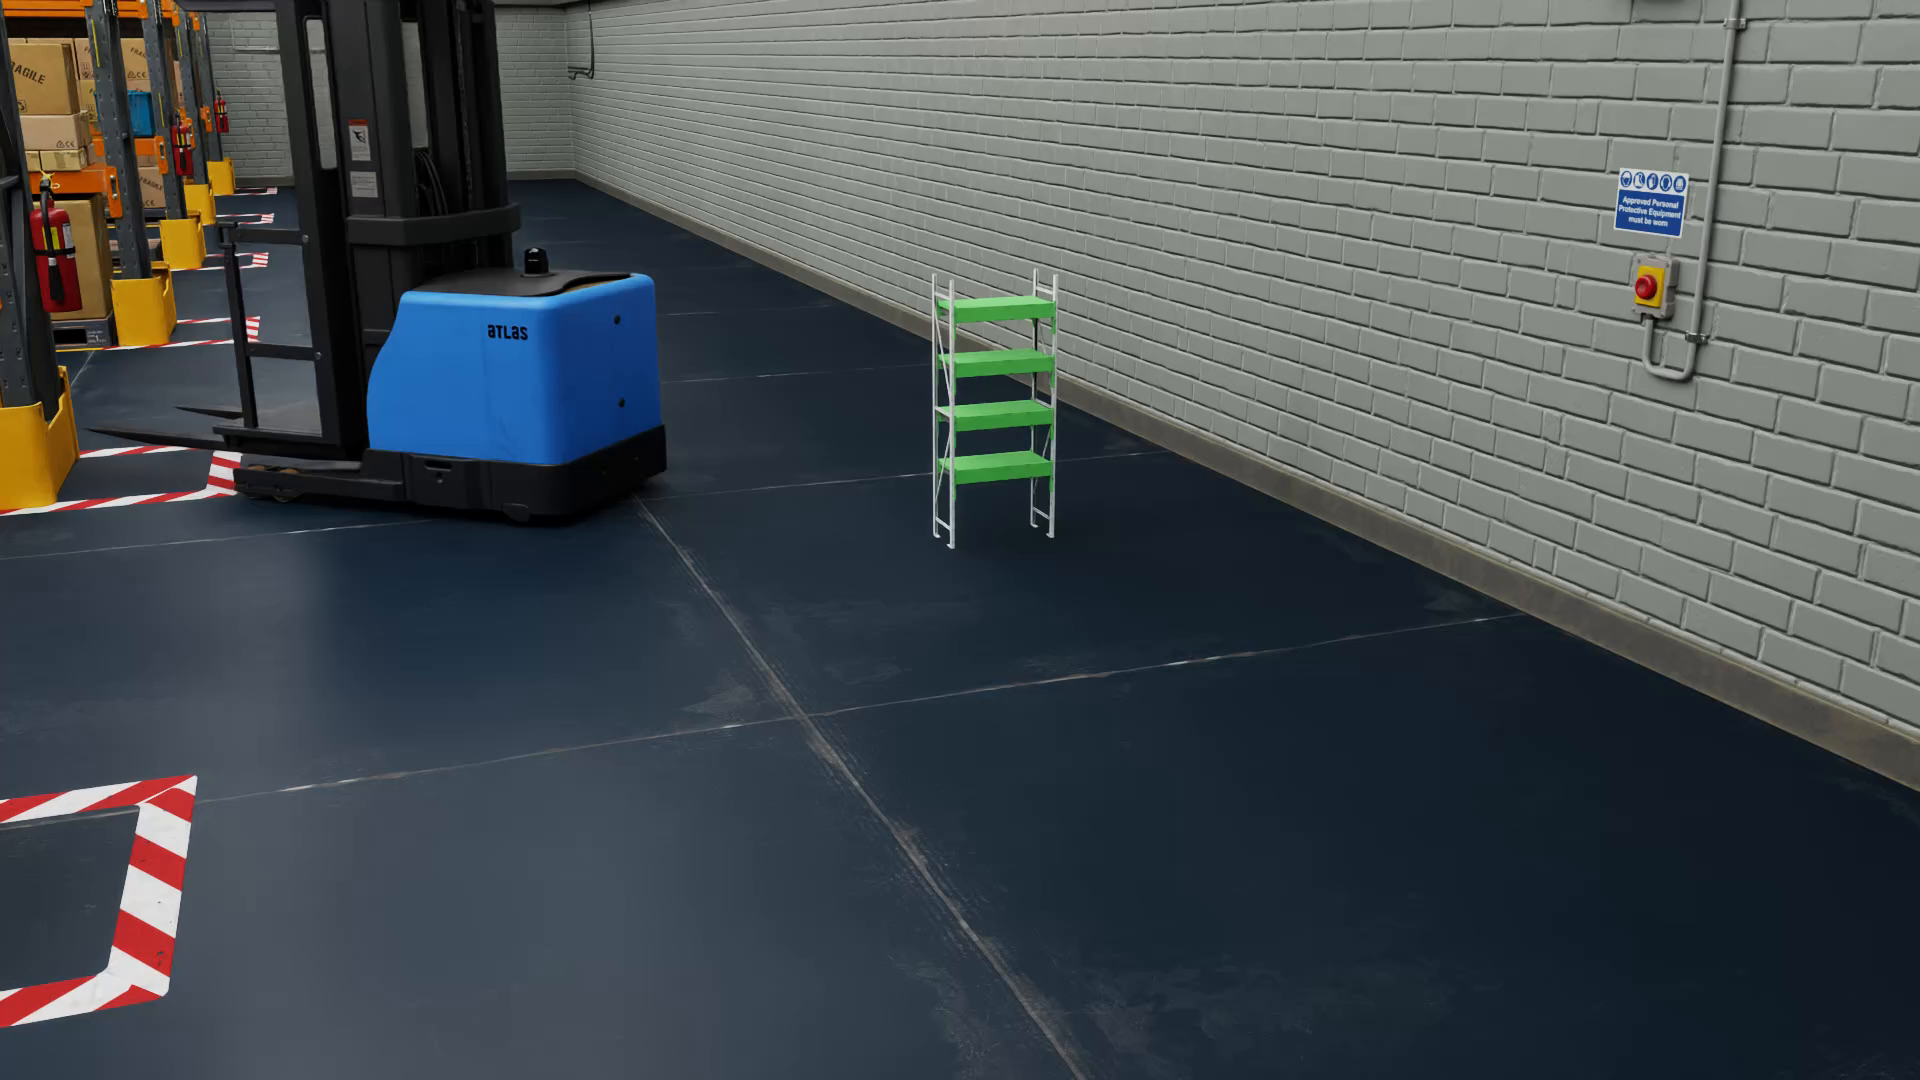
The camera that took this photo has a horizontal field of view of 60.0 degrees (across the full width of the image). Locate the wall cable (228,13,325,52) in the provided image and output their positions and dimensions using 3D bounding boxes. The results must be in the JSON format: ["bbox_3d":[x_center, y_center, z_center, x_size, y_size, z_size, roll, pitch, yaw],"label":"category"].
[{"bbox_3d":[-10.889,-7.840,27.170,1.851,1.984,0.084,-6,17,-20],"label":"wall cable"}]

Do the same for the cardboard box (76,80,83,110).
[{"bbox_3d":[-11.242,-5.501,20.829,0.500,0.500,0.500,-6,17,-20],"label":"cardboard box"}]

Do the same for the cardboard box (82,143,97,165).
[{"bbox_3d":[-6.879,-2.996,12.921,0.250,0.149,0.380,-6,17,-19],"label":"cardboard box"}]

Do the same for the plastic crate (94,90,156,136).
[{"bbox_3d":[-8.447,-4.331,16.854,0.499,0.435,0.616,-6,17,-20],"label":"plastic crate"}]

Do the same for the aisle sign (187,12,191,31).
[{"bbox_3d":[-10.012,-7.003,21.509,0.004,0.787,0.394,-6,17,-20],"label":"aisle sign"}]

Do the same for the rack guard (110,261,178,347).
[{"bbox_3d":[-6.407,-1.868,13.072,0.348,0.500,1.175,-6,17,-20],"label":"rack guard"}]

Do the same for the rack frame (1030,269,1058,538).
[{"bbox_3d":[0.382,-0.617,7.570,0.015,1.200,0.240,-6,17,-20],"label":"rack frame"}]

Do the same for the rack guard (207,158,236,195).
[{"bbox_3d":[-11.724,-5.778,26.386,0.348,0.500,1.175,-6,17,-20],"label":"rack guard"}]

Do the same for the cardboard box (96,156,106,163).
[{"bbox_3d":[-13.301,-5.779,25.644,0.500,0.500,0.700,-7,18,-22],"label":"cardboard box"}]

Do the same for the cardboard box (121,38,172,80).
[{"bbox_3d":[-10.288,-6.082,21.035,0.500,0.500,0.500,-6,18,-21],"label":"cardboard box"}]

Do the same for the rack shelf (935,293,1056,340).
[{"bbox_3d":[0.155,-0.992,7.369,0.480,0.148,0.258,-6,17,-20],"label":"rack shelf"}]

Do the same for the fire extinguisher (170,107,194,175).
[{"bbox_3d":[-7.898,-4.048,16.858,0.183,0.674,0.296,-6,17,-20],"label":"fire extinguisher"}]

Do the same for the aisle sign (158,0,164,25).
[{"bbox_3d":[-8.241,-5.701,17.074,0.004,0.787,0.394,-6,17,-20],"label":"aisle sign"}]

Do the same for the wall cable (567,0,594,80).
[{"bbox_3d":[-6.337,-8.840,27.240,0.112,2.526,3.097,-6,17,-20],"label":"wall cable"}]

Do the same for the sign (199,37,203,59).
[{"bbox_3d":[-11.565,-7.500,25.338,0.005,0.325,0.100,-6,17,-20],"label":"sign"}]

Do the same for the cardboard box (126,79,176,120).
[{"bbox_3d":[-10.291,-5.603,21.177,0.500,0.500,0.500,-6,17,-18],"label":"cardboard box"}]

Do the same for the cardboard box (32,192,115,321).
[{"bbox_3d":[-6.998,-2.161,12.661,0.875,0.875,0.875,-6,17,-20],"label":"cardboard box"}]

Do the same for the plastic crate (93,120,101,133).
[{"bbox_3d":[-8.879,-4.322,17.352,0.298,0.136,0.250,-6,17,-20],"label":"plastic crate"}]

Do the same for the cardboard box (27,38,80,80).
[{"bbox_3d":[-11.242,-5.978,20.678,0.500,0.500,0.500,-6,17,-19],"label":"cardboard box"}]

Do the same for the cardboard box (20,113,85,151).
[{"bbox_3d":[-6.787,-3.017,12.287,0.500,0.250,0.500,-6,18,-21],"label":"cardboard box"}]

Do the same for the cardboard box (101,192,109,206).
[{"bbox_3d":[-11.047,-4.533,21.810,0.500,0.250,0.500,-6,17,-20],"label":"cardboard box"}]

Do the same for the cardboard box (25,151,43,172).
[{"bbox_3d":[-6.886,-2.795,12.239,0.250,0.149,0.380,-6,17,-20],"label":"cardboard box"}]

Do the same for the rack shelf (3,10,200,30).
[{"bbox_3d":[-13.614,-7.867,25.018,4.000,0.370,1.077,-6,17,-20],"label":"rack shelf"}]

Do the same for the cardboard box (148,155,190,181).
[{"bbox_3d":[-12.364,-5.880,25.989,0.500,0.500,0.700,-6,17,-20],"label":"cardboard box"}]

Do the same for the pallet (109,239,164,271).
[{"bbox_3d":[-8.985,-2.957,17.294,1.213,0.211,1.003,-6,17,-20],"label":"pallet"}]

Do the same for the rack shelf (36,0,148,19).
[{"bbox_3d":[-10.069,-5.261,16.142,4.000,0.370,1.077,-6,17,-20],"label":"rack shelf"}]

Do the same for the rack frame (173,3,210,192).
[{"bbox_3d":[-9.970,-5.672,21.589,0.127,3.000,1.000,-6,17,-20],"label":"rack frame"}]

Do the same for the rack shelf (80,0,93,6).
[{"bbox_3d":[-8.297,-3.957,11.704,4.000,0.370,1.077,-6,17,-20],"label":"rack shelf"}]

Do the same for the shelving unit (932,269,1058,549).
[{"bbox_3d":[0.155,-0.592,7.486,0.503,1.200,0.258,-6,17,-20],"label":"shelving unit"}]

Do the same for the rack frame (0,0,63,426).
[{"bbox_3d":[-4.749,-1.750,8.233,0.127,3.000,1.000,-6,17,-20],"label":"rack frame"}]

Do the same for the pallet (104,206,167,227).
[{"bbox_3d":[-10.785,-4.245,21.681,1.213,0.211,1.003,-6,17,-20],"label":"pallet"}]

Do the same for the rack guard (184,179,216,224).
[{"bbox_3d":[-10.041,-4.465,21.915,0.348,0.500,1.175,-6,17,-20],"label":"rack guard"}]

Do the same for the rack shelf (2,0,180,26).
[{"bbox_3d":[-11.838,-6.564,20.581,4.000,0.370,1.077,-6,17,-20],"label":"rack shelf"}]

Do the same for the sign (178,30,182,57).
[{"bbox_3d":[-9.791,-6.231,20.877,0.005,0.325,0.100,-6,17,-20],"label":"sign"}]

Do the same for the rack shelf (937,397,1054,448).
[{"bbox_3d":[0.155,-0.531,7.504,0.480,0.148,0.258,-6,17,-20],"label":"rack shelf"}]

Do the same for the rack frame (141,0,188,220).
[{"bbox_3d":[-8.201,-4.368,17.150,0.127,3.000,1.000,-6,17,-20],"label":"rack frame"}]

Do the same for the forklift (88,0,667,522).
[{"bbox_3d":[-3.086,-1.725,8.269,3.031,2.935,1.130,6,17,19],"label":"forklift"}]

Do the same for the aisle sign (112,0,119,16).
[{"bbox_3d":[-6.469,-4.399,12.639,0.004,0.787,0.394,-6,17,-20],"label":"aisle sign"}]
